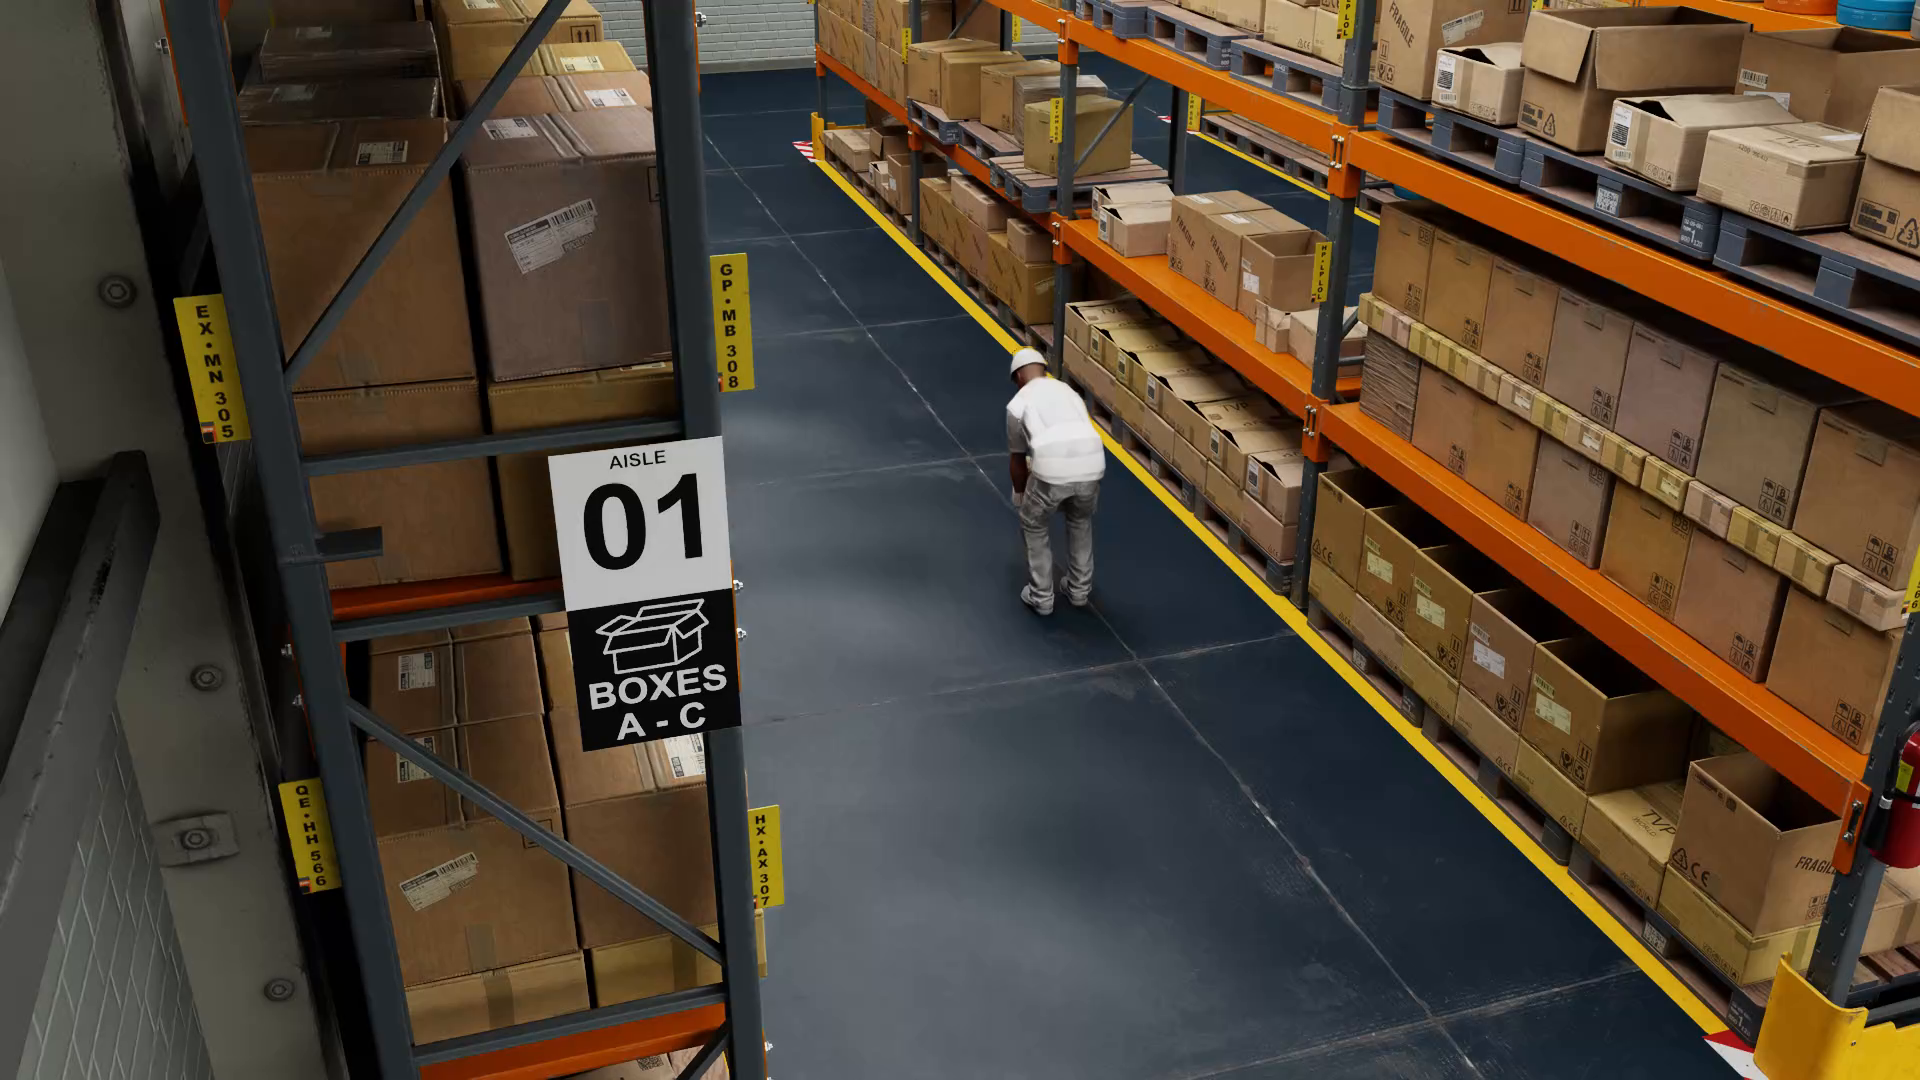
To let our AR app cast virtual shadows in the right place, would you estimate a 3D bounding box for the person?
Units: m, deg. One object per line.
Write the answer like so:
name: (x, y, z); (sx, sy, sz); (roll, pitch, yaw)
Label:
person: (0.512, -0.344, 9.722); (0.473, 1.404, 0.903); (-9, 27, -17)
